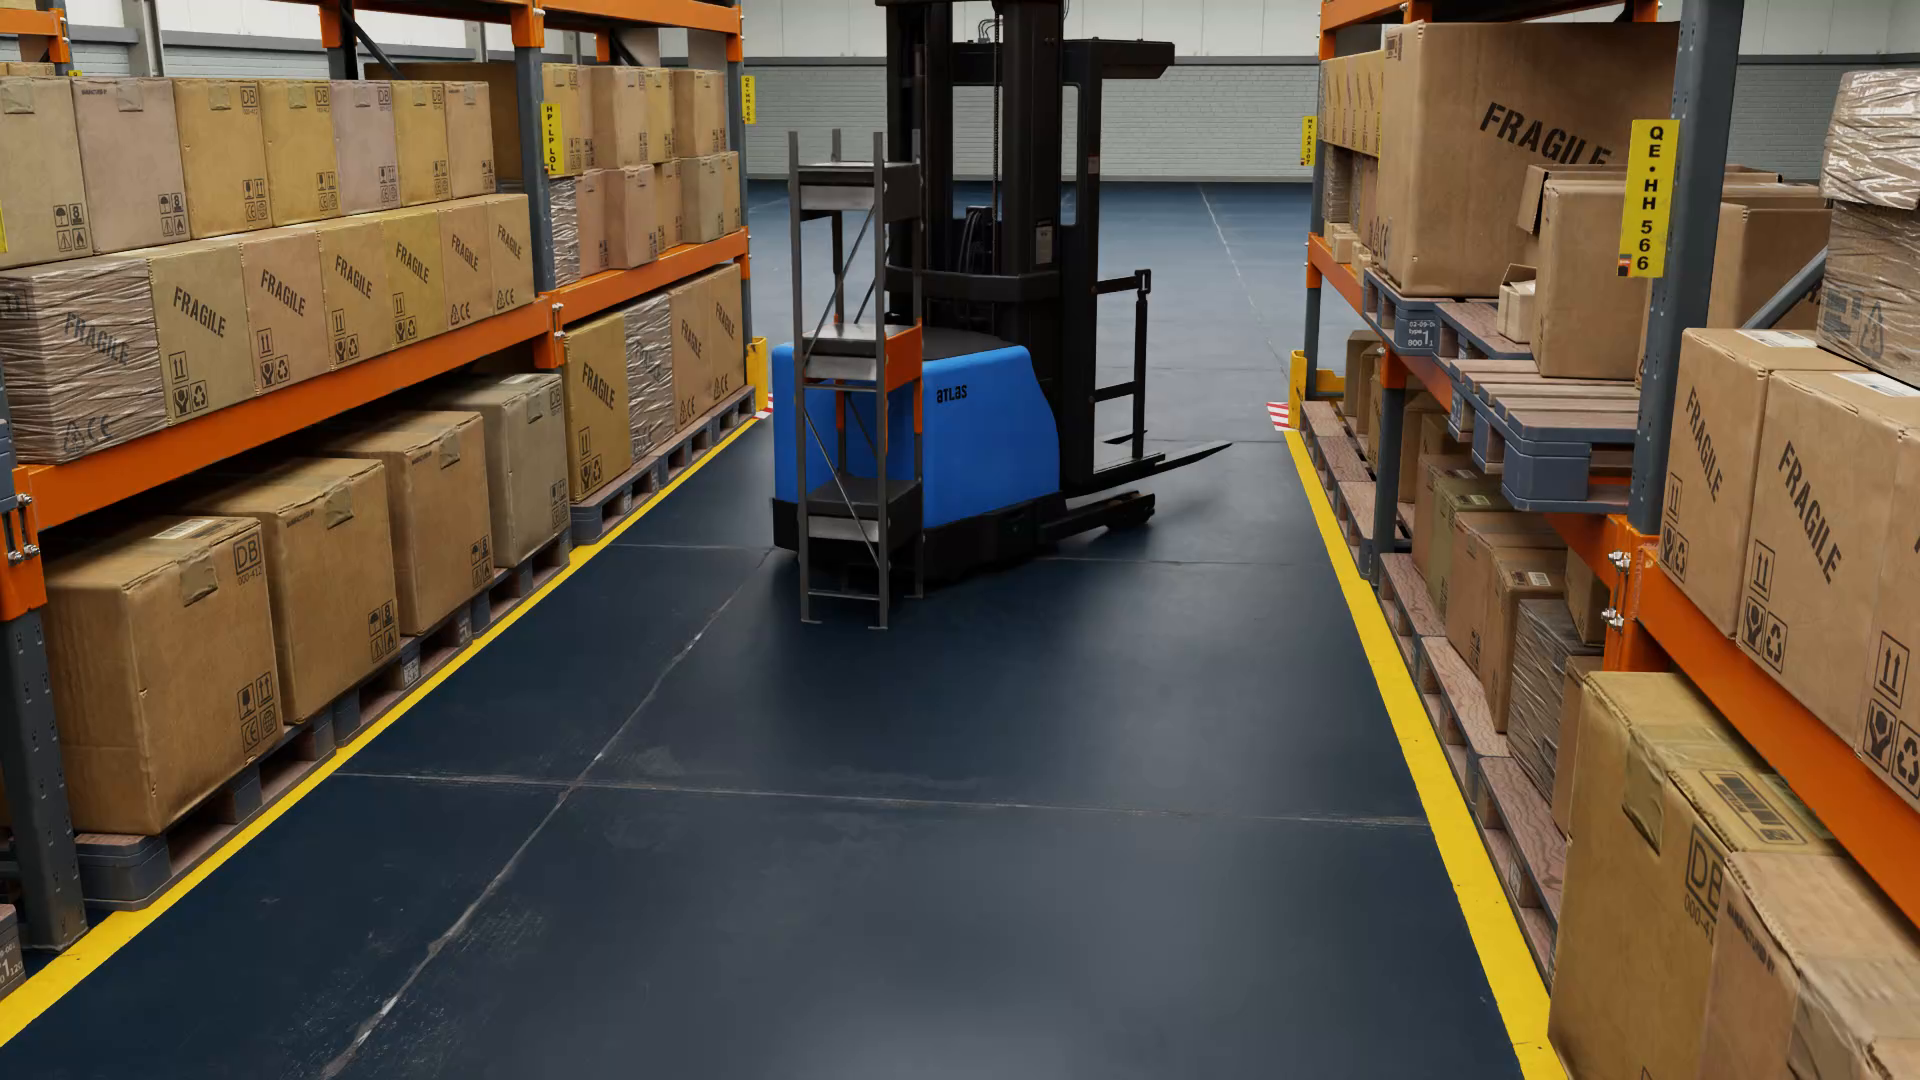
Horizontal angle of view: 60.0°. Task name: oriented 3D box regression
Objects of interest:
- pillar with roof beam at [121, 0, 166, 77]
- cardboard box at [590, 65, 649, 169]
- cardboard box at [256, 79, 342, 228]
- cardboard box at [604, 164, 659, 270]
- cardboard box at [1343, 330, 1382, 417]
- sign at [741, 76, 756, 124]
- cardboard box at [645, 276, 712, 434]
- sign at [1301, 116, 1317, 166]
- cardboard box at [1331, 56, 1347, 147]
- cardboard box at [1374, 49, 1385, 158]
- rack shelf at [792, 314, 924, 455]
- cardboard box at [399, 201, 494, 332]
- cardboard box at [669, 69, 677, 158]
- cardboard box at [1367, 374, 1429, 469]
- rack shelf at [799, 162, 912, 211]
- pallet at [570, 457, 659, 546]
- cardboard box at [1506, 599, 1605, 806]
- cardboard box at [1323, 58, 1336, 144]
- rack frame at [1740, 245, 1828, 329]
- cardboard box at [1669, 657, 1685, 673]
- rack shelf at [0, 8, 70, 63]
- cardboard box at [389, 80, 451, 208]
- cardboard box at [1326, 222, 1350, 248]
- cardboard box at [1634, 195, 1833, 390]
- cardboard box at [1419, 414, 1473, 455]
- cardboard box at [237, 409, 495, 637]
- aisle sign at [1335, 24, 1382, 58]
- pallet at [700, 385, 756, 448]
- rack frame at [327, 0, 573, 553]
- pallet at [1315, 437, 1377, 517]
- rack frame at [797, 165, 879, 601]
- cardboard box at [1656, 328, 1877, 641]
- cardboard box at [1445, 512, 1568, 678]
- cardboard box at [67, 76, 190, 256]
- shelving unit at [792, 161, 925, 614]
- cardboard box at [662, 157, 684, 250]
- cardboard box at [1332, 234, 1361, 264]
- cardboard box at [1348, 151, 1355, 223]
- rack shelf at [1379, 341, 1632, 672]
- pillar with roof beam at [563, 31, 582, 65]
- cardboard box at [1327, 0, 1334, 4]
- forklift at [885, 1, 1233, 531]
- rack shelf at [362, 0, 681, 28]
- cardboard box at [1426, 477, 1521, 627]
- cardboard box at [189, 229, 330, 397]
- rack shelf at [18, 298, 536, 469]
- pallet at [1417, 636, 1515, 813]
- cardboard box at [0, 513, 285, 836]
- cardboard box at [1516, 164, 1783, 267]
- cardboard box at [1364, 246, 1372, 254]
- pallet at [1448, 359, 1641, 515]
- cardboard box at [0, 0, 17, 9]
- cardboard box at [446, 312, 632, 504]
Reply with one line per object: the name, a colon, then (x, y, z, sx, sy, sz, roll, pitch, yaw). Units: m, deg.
pillar with roof beam: (-7.227, -8.422, 22.570, 9.100, 9.000, 0.400, 2, 15, 6)
cardboard box: (-2.253, -2.363, 9.299, 0.875, 0.550, 0.550, 2, 15, 6)
cardboard box: (-2.695, -1.399, 5.983, 0.700, 0.500, 0.500, 2, 15, 6)
cardboard box: (-2.226, -1.841, 9.437, 0.875, 0.550, 0.550, 2, 15, 6)
cardboard box: (2.808, -1.092, 10.940, 0.500, 0.500, 0.500, 5, 16, 17)
sign: (-1.484, -3.084, 11.648, 0.100, 0.325, 0.005, 2, 15, 6)
cardboard box: (-2.130, -1.201, 10.623, 0.875, 0.875, 0.875, 1, 15, 5)
sign: (2.356, -2.692, 11.211, 0.100, 0.325, 0.005, 2, 15, 6)
cardboard box: (2.444, -2.538, 9.626, 0.500, 0.500, 0.500, 2, 15, 6)
cardboard box: (2.221, -2.020, 7.708, 0.500, 0.500, 0.500, 2, 15, 6)
rack shelf: (-0.433, -0.683, 7.218, 0.431, 0.518, 0.480, 5, 16, 16)
cardboard box: (-2.324, -1.167, 7.039, 0.500, 0.500, 0.500, 2, 15, 6)
cardboard box: (-2.271, -2.642, 10.330, 0.875, 0.550, 0.550, 2, 15, 6)
cardboard box: (2.578, -0.631, 9.234, 0.500, 0.500, 0.500, 0, 15, 1)
rack shelf: (-0.433, -1.491, 6.999, 0.368, 0.174, 0.457, 5, 16, 16)
pallet: (-2.310, -0.241, 9.151, 1.003, 0.211, 1.213, 2, 15, 6)
cardboard box: (2.098, 0.493, 5.039, 0.700, 0.500, 0.500, 0, 15, 2)
cardboard box: (2.499, -2.668, 10.106, 0.500, 0.500, 0.500, 2, 15, 6)
rack frame: (1.989, -0.183, 3.592, 0.949, 2.616, 0.053, 2, 15, 6)
cardboard box: (2.038, 0.275, 4.409, 0.500, 0.250, 0.500, 2, 15, 9)
rack shelf: (-7.177, -3.132, 10.129, 1.077, 0.370, 4.000, 2, 15, 6)
cardboard box: (-2.580, -1.661, 6.952, 0.700, 0.500, 0.500, 1, 15, 5)
cardboard box: (2.535, -1.941, 10.575, 0.380, 0.149, 0.250, 2, 15, 6)
cardboard box: (2.013, -0.575, 4.046, 0.500, 0.500, 0.500, 0, 15, -1)
cardboard box: (2.528, -0.319, 8.079, 0.500, 0.500, 0.500, 1, 15, 5)
cardboard box: (-2.567, -0.096, 6.775, 1.050, 0.750, 0.750, 2, 15, 6)
aisle sign: (2.604, -3.538, 11.018, 0.394, 0.787, 0.004, 2, 15, 6)
pallet: (-2.035, -0.874, 11.491, 1.003, 0.211, 1.213, 2, 15, 6)
rack frame: (-2.473, -1.393, 8.066, 1.000, 3.000, 0.127, 2, 15, 6)
pallet: (2.619, -0.367, 9.614, 1.003, 0.211, 1.213, 2, 15, 6)
rack frame: (-0.506, -0.635, 6.989, 0.380, 1.831, 0.006, 5, 16, 16)
cardboard box: (1.667, -0.113, 3.142, 0.500, 0.500, 0.500, 2, 15, 8)
cardboard box: (2.218, 0.201, 6.119, 0.730, 0.500, 0.544, 1, 15, 5)
cardboard box: (-2.808, -1.133, 5.000, 0.700, 0.500, 0.500, 1, 15, 5)
shelving unit: (-6.001, -2.495, 7.839, 11.709, 5.089, 1.686, 5, 16, 16)
cardboard box: (-2.247, -2.120, 10.469, 0.875, 0.550, 0.550, 2, 15, 6)
cardboard box: (2.360, -1.683, 9.622, 0.380, 0.149, 0.250, 2, 15, 6)
cardboard box: (2.868, -2.175, 10.196, 0.875, 0.500, 0.500, 2, 15, 6)
rack shelf: (2.218, -0.354, 5.604, 1.077, 0.370, 4.000, 2, 15, 6)
pillar with roof beam: (-5.196, -13.091, 39.835, 9.100, 9.000, 0.400, 2, 15, 6)
cardboard box: (2.584, -3.516, 10.459, 0.500, 0.250, 0.500, 2, 15, 8)
forklift: (0.407, -1.539, 8.737, 1.121, 2.935, 3.031, 12, 20, 39)
rack shelf: (-2.248, -3.106, 9.661, 0.919, 0.124, 3.809, 2, 15, 6)
cardboard box: (2.280, 0.056, 6.655, 0.700, 0.500, 0.500, 2, 15, 6)
cardboard box: (-2.494, -0.775, 5.589, 0.500, 0.500, 0.500, 2, 15, 6)
rack shelf: (-2.699, -0.621, 6.216, 0.919, 0.124, 3.809, 2, 15, 6)
pallet: (2.222, 0.645, 5.872, 1.003, 0.211, 1.213, 2, 15, 6)
cardboard box: (-2.767, 0.373, 5.042, 1.050, 0.750, 0.750, 1, 15, 5)
cardboard box: (2.340, -1.021, 5.688, 0.797, 0.503, 0.637, 3, 15, 12)
cardboard box: (2.366, -1.486, 8.893, 0.380, 0.149, 0.250, 2, 15, 6)
pallet: (1.967, -0.278, 4.312, 1.213, 0.211, 1.003, 2, 15, 6)
cardboard box: (-6.710, -3.710, 11.371, 0.380, 0.149, 0.250, 2, 15, 7)
cardboard box: (-2.333, -0.731, 8.884, 0.875, 0.875, 0.875, 2, 15, 7)
